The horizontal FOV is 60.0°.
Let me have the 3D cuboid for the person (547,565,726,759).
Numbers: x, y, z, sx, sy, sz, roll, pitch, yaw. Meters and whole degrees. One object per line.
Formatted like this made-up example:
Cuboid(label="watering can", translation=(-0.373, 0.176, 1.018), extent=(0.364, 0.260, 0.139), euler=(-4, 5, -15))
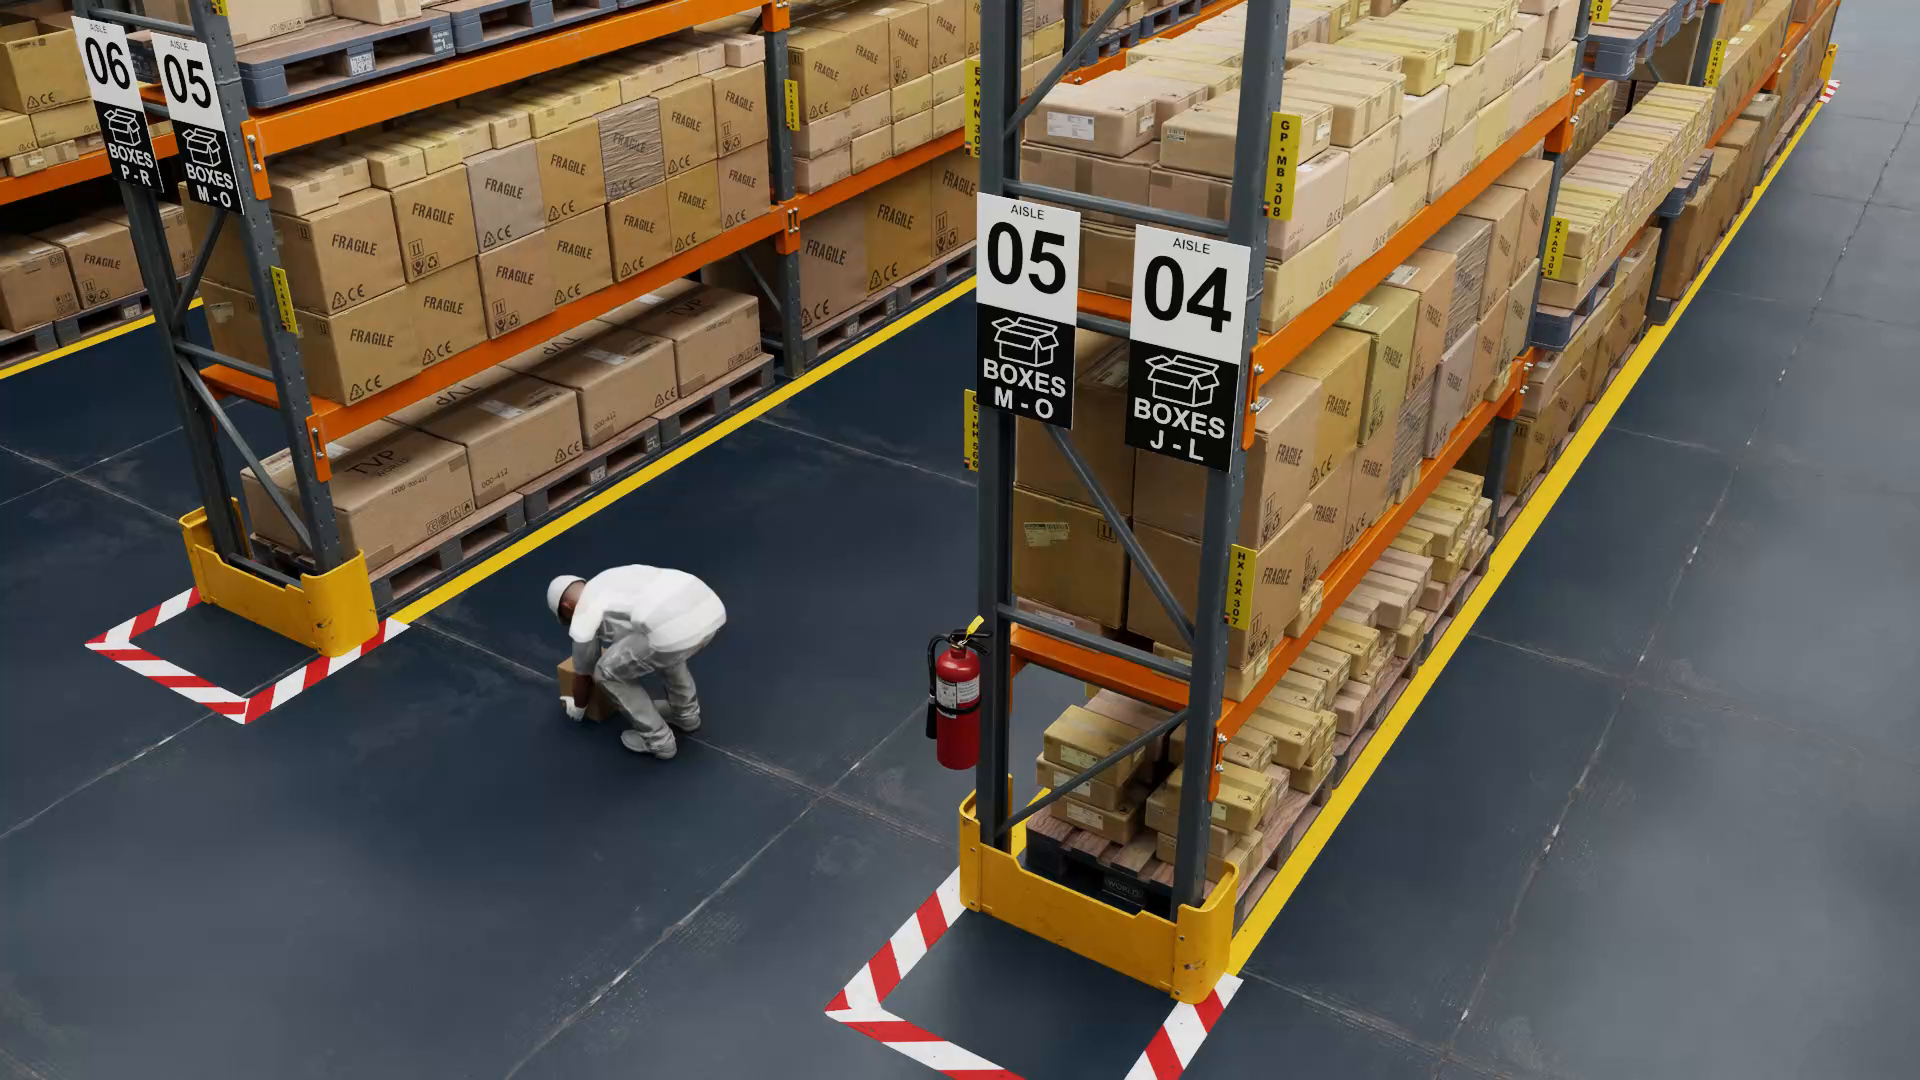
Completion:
Cuboid(label="person", translation=(-1.597, 0.538, 8.110), extent=(0.985, 0.925, 0.521), euler=(16, 34, 25))
